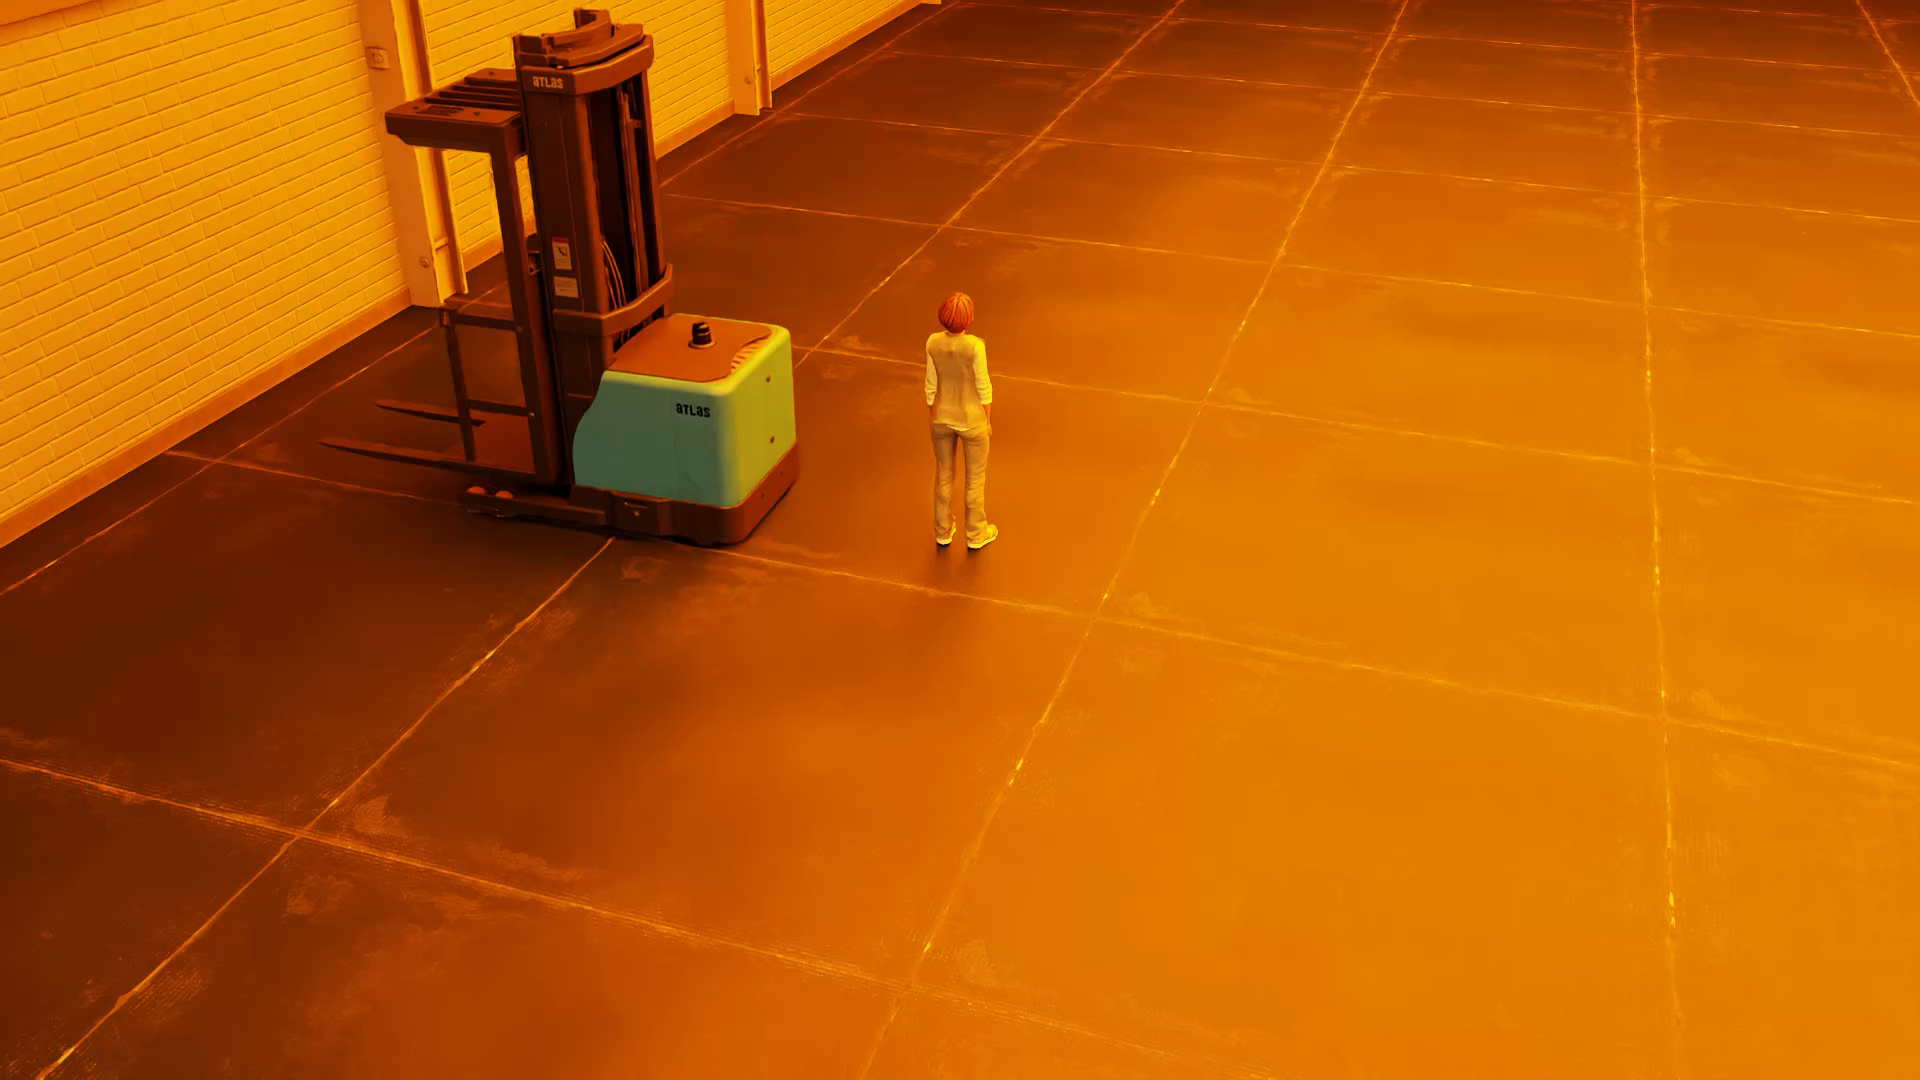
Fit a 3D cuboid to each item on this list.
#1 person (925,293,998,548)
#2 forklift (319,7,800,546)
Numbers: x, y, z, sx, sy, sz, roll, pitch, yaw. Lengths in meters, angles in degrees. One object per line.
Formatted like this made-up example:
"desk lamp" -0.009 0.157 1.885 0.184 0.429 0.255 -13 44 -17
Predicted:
"person" 0.001 -0.695 9.701 0.402 1.601 0.326 10 31 16
"forklift" -2.605 -1.649 10.028 3.031 2.935 1.130 9 31 15
